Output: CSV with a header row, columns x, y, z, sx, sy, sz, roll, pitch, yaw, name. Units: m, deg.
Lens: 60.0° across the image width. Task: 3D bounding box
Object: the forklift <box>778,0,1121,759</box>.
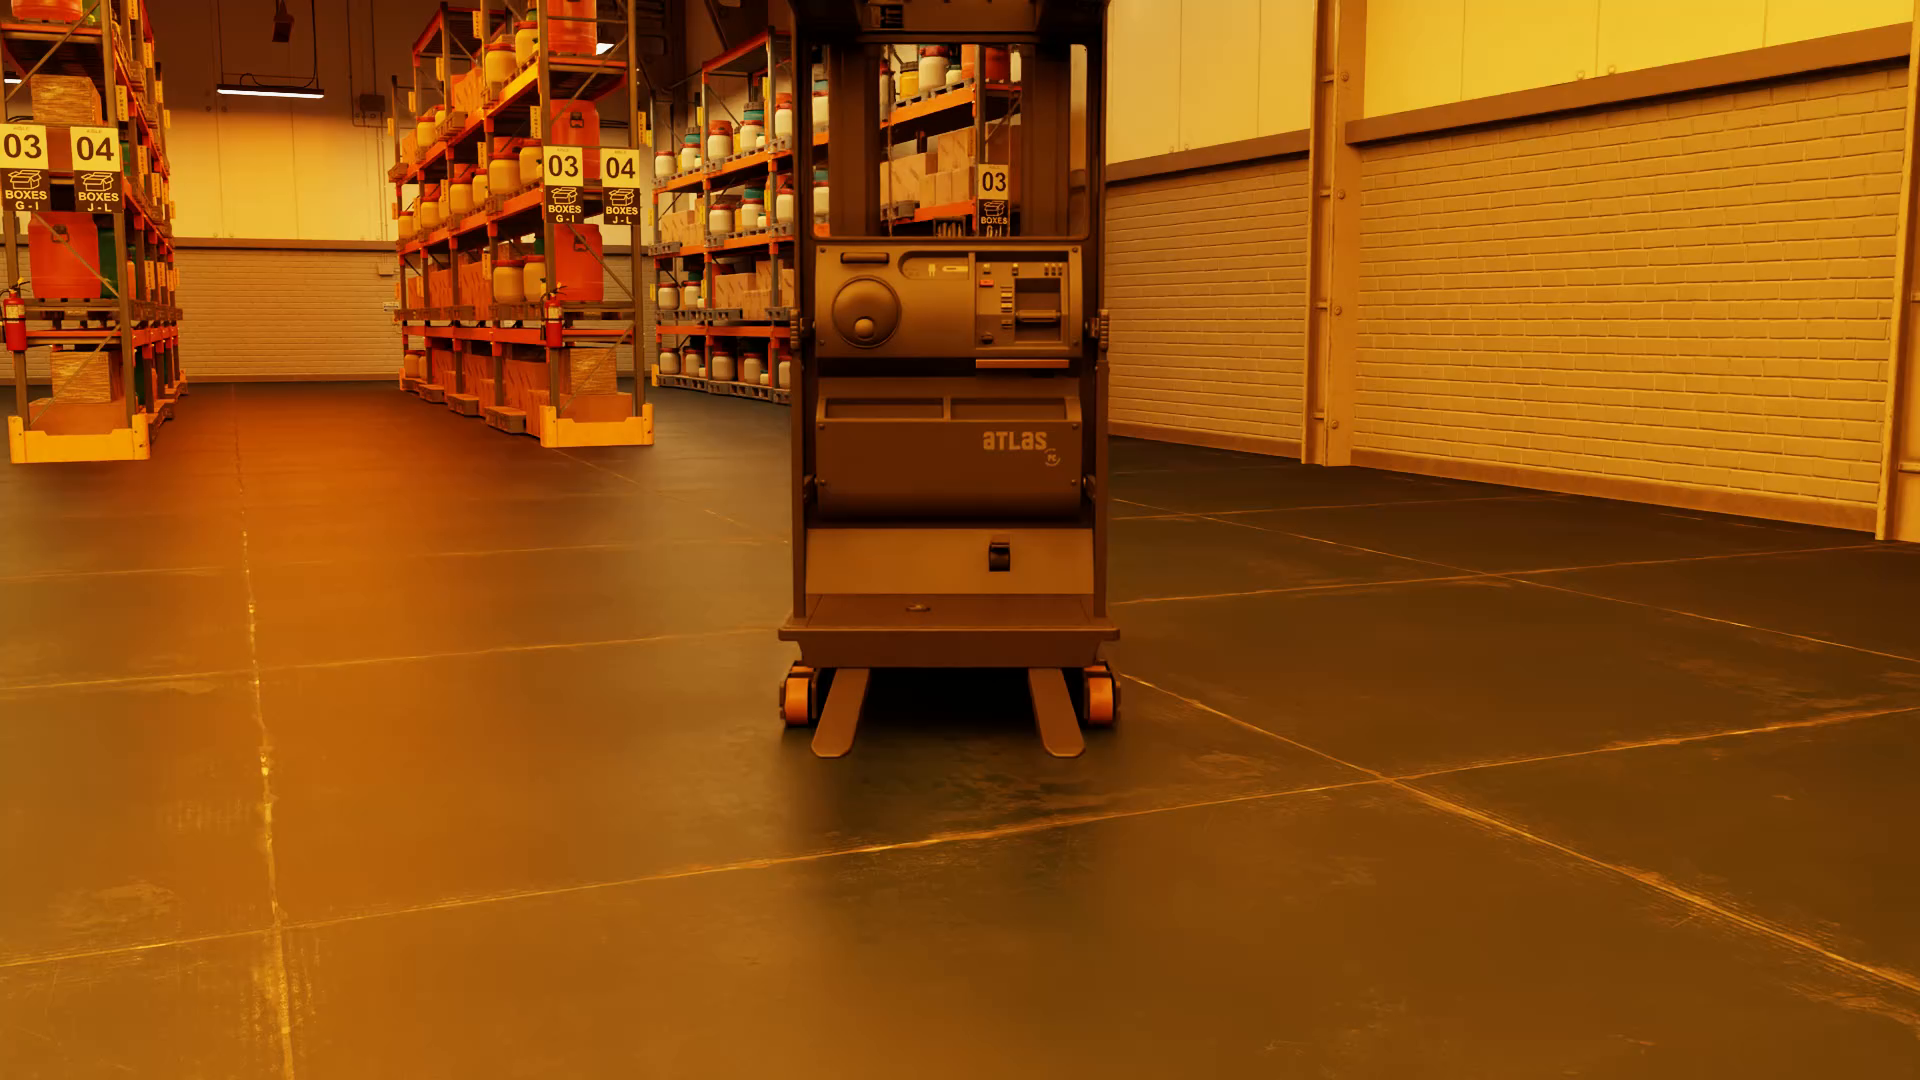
x,y,z,sx,sy,sz,roll,pitch,yaw,name
-0.036,-0.877,5.593,1.130,2.935,3.031,0,8,0,forklift
